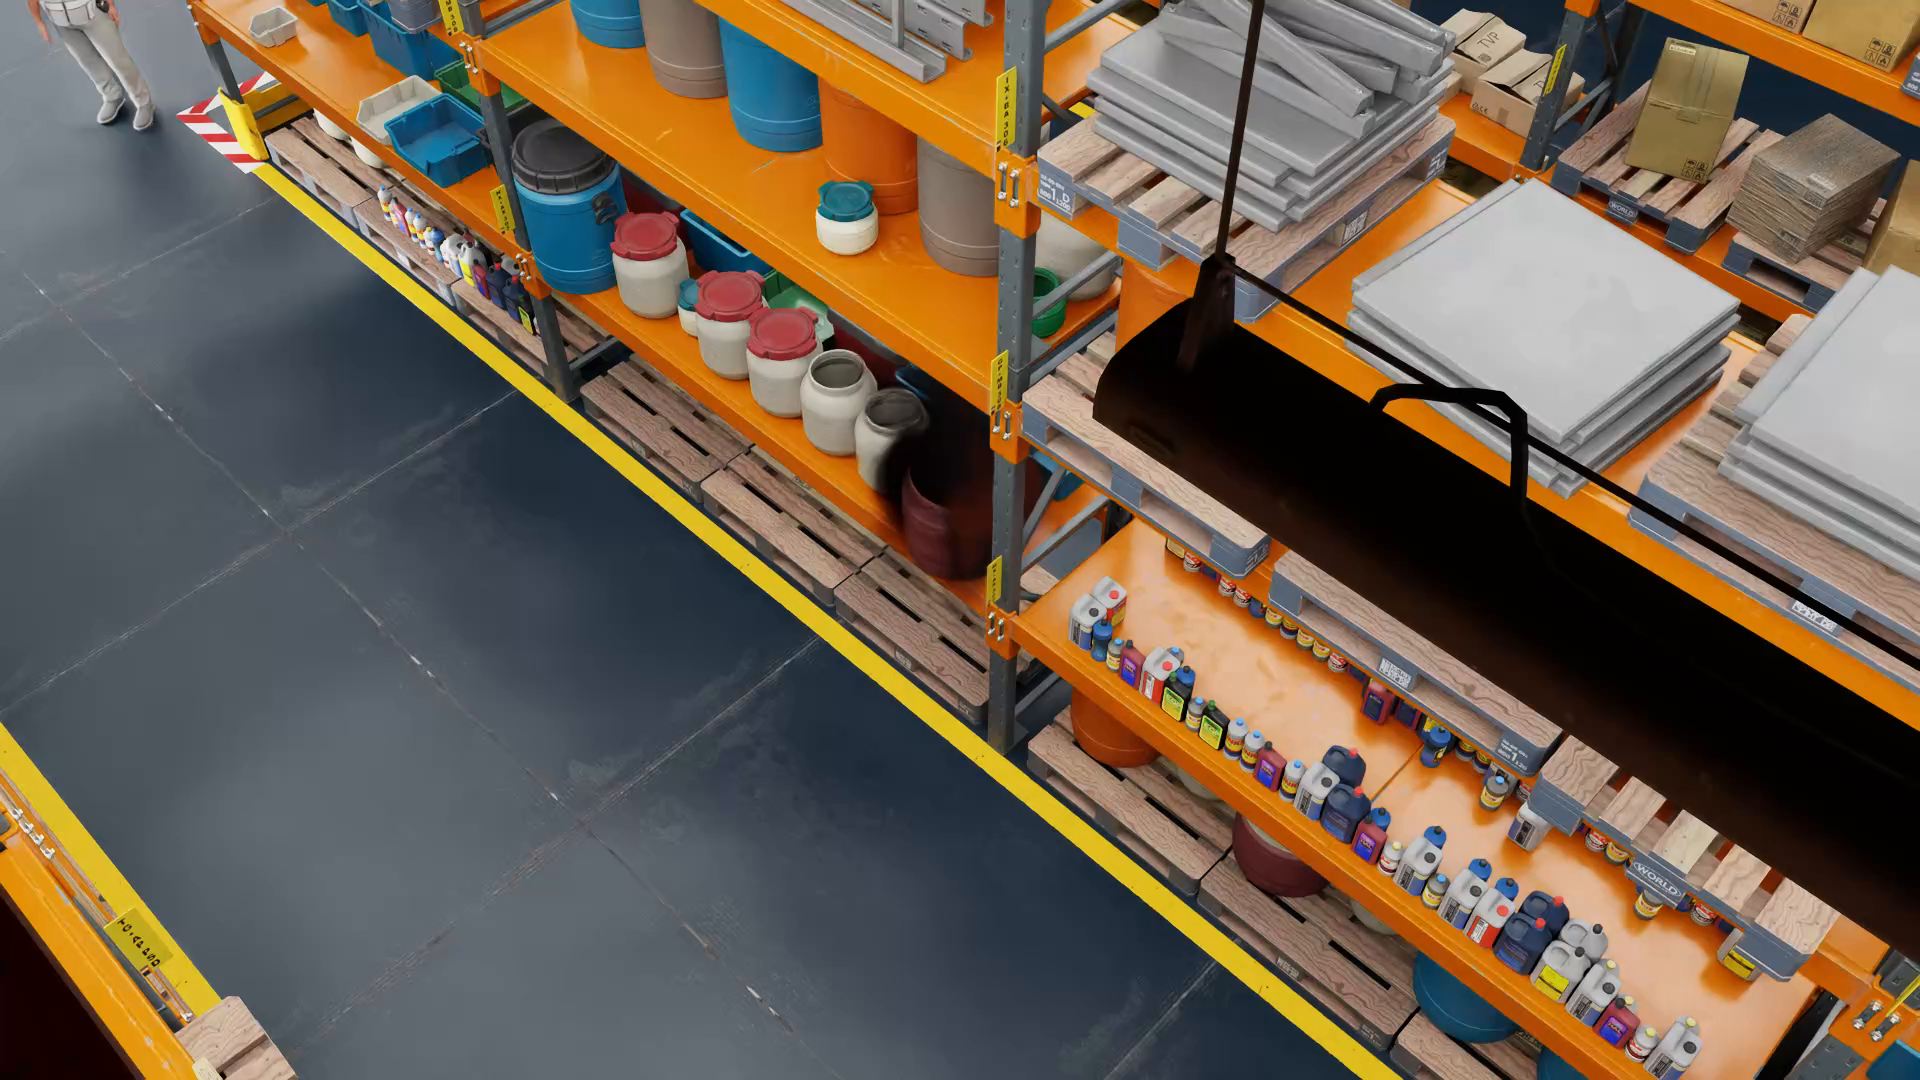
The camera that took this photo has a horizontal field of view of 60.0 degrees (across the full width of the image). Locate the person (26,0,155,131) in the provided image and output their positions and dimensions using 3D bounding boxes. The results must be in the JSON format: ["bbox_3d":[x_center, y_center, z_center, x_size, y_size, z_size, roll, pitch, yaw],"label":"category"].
[{"bbox_3d":[-6.688,-3.955,12.564,0.570,1.771,0.473,-3,50,-3],"label":"person"}]
